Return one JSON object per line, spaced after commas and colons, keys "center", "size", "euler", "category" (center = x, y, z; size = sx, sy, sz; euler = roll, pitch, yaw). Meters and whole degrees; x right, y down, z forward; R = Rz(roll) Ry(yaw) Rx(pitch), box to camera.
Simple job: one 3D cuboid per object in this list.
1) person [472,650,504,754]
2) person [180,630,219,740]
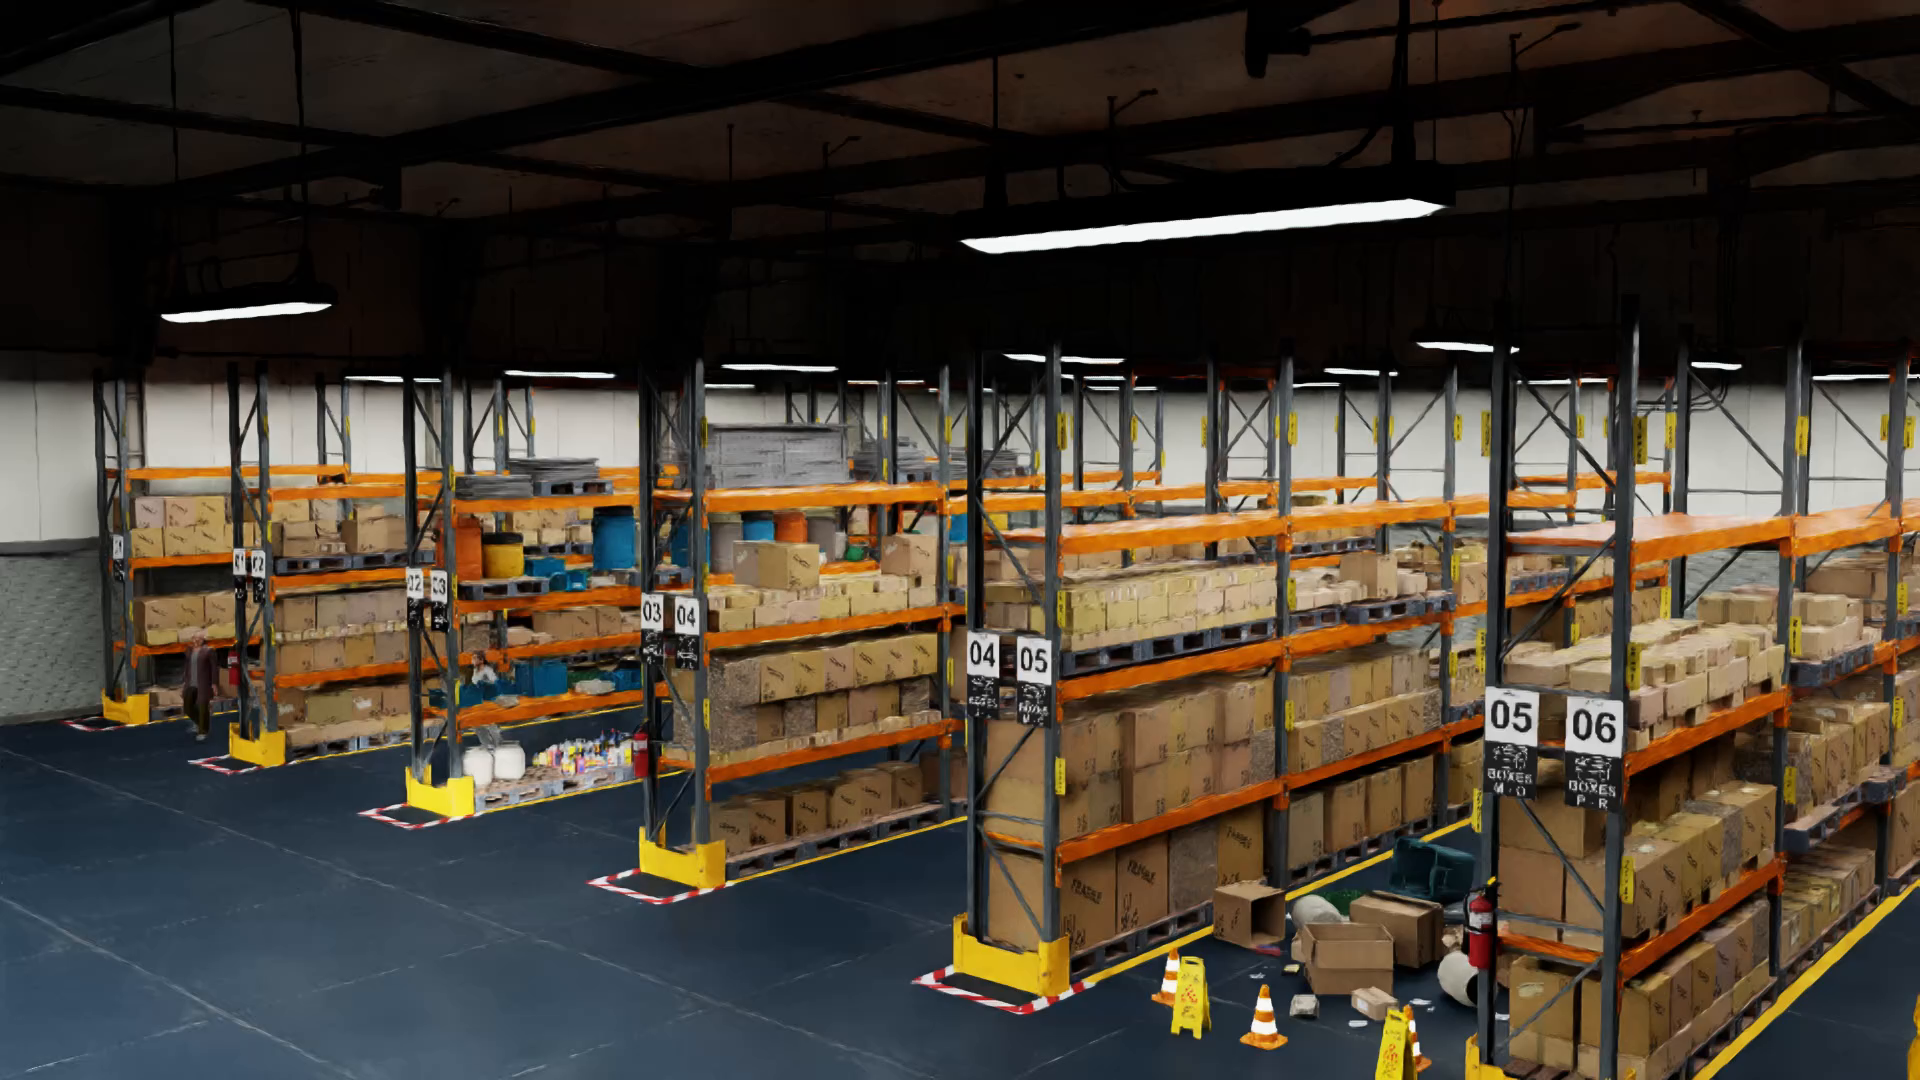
{"center": [-7.283, 2.505, 25.581], "size": [0.580, 1.573, 0.507], "euler": [3, 5, 39], "category": "person"}
{"center": [-12.213, 2.313, 26.792], "size": [0.622, 1.773, 0.580], "euler": [0, 4, 6], "category": "person"}
